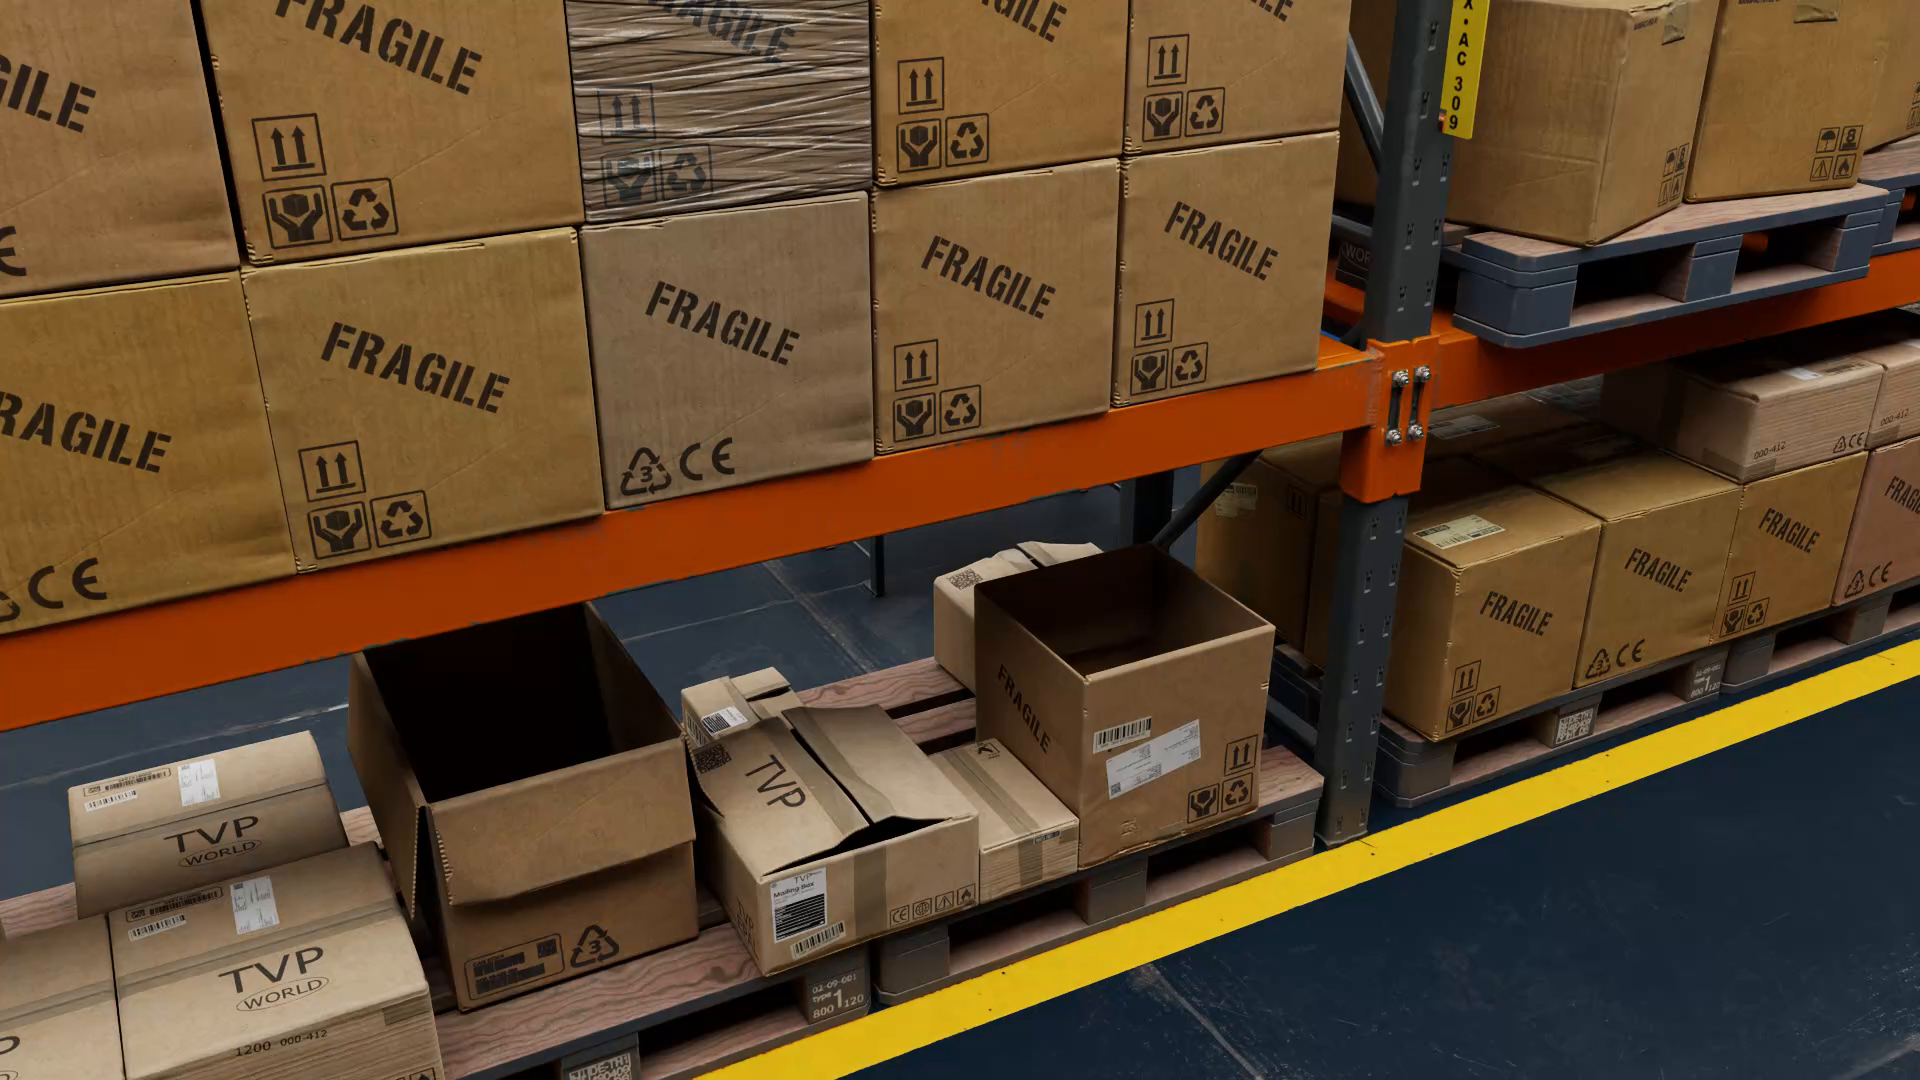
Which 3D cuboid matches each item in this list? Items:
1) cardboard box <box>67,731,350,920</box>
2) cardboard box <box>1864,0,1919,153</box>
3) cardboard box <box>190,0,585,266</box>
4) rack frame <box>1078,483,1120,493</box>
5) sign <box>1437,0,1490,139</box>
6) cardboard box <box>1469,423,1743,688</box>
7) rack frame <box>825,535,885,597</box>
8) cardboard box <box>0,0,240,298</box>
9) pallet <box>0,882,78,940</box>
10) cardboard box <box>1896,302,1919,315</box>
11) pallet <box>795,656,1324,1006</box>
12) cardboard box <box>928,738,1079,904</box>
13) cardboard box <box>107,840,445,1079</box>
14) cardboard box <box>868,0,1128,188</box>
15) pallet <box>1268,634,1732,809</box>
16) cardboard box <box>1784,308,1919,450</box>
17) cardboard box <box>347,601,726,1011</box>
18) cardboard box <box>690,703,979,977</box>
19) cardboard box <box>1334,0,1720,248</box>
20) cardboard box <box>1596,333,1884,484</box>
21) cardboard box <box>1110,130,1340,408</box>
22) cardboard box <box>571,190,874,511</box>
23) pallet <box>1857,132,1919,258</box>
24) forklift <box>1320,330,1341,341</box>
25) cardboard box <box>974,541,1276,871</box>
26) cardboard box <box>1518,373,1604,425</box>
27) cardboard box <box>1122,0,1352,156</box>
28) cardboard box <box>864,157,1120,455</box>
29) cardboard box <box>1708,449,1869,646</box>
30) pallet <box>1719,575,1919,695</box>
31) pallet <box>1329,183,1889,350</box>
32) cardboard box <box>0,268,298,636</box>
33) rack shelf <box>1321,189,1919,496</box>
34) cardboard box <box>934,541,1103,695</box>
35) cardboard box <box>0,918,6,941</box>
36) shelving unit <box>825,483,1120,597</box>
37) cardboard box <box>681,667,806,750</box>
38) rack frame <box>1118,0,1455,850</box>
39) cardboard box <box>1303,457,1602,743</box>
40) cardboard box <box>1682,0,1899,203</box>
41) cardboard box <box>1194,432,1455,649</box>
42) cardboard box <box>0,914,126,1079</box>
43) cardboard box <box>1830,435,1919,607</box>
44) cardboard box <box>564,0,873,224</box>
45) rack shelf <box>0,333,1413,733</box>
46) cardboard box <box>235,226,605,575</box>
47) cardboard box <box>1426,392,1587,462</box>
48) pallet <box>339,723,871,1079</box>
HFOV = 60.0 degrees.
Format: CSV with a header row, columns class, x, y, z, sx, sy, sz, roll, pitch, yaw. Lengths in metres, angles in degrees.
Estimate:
class,x,y,z,sx,sy,sz,roll,pitch,yaw
cardboard box,-1.577,0.686,3.524,0.500,0.250,0.500,-13,29,-25
cardboard box,2.267,-1.401,4.601,0.500,0.500,0.700,-22,33,-38
cardboard box,-0.928,-0.767,2.611,0.500,0.500,0.500,-13,29,-26
rack frame,0.524,-0.797,5.677,0.032,1.500,0.500,-13,29,-25
sign,0.999,-0.967,3.299,0.005,0.325,0.100,-13,29,-25
cardboard box,1.744,0.027,4.607,0.500,0.500,0.500,-13,28,-24
rack frame,-0.373,-0.590,5.246,0.032,1.500,0.500,-13,29,-25
cardboard box,-1.376,-0.663,2.394,0.500,0.500,0.500,-13,28,-24
pallet,-2.023,1.111,3.193,1.213,0.211,1.003,-13,29,-25
cardboard box,3.271,-0.577,5.865,0.500,0.500,0.500,-14,29,-27
pallet,0.130,0.614,4.228,1.213,0.211,1.003,-13,29,-25
cardboard box,0.065,0.628,3.762,0.250,0.149,0.380,-13,29,-25
cardboard box,-1.297,0.867,3.147,0.500,0.250,0.500,-13,29,-25
cardboard box,-0.038,-0.971,3.037,0.500,0.500,0.500,-14,29,-26
pallet,1.437,0.294,4.893,1.213,0.211,1.003,-13,29,-25
cardboard box,2.603,-0.504,4.847,0.500,0.250,0.500,-14,29,-26
cardboard box,-0.919,0.529,3.559,0.637,0.503,0.797,-13,29,-25
cardboard box,-0.294,0.608,3.616,0.500,0.311,0.500,-13,29,-25
cardboard box,1.260,-1.028,3.825,0.700,0.500,0.500,22,33,37
cardboard box,2.161,-0.401,4.634,0.500,0.250,0.500,-13,29,-25
cardboard box,0.416,-0.628,3.477,0.500,0.500,0.500,-12,28,-24
cardboard box,-0.490,-0.417,3.037,0.500,0.500,0.500,-12,28,-24
pallet,2.552,-1.113,4.824,1.213,0.211,1.003,-13,29,-25
forklift,2.544,-1.925,6.373,3.031,2.935,1.130,-12,28,-24
cardboard box,0.367,0.370,3.893,0.500,0.500,0.500,-13,29,-25
cardboard box,1.920,-0.264,5.213,0.500,0.500,0.500,-13,28,-24
cardboard box,0.412,-1.077,3.256,0.500,0.500,0.500,-13,28,-25
cardboard box,-0.038,-0.523,3.257,0.500,0.500,0.500,-12,28,-24
cardboard box,2.188,-0.072,4.813,0.500,0.500,0.500,-13,28,-24
pallet,2.514,0.044,5.415,1.213,0.211,1.003,-13,29,-25
pallet,1.493,-0.817,4.208,1.213,0.211,1.003,-13,29,-25
cardboard box,-1.380,-0.211,2.608,0.500,0.500,0.500,-13,29,-25
rack shelf,2.501,-0.866,4.919,4.000,0.370,1.077,-13,29,-25
cardboard box,0.264,0.234,4.395,0.500,0.311,0.500,-13,29,-25
cardboard box,-2.029,0.858,3.263,0.250,0.166,0.380,-13,29,-25
shelving unit,0.075,-0.693,5.462,1.048,1.500,0.538,-13,29,-25
cardboard box,-0.494,0.479,4.052,0.250,0.166,0.380,-13,29,-25
rack frame,0.737,-0.783,3.915,0.127,3.000,1.000,-13,29,-25
cardboard box,1.278,0.140,4.372,0.500,0.500,0.500,-14,29,-27
cardboard box,1.837,-1.192,4.167,0.500,0.500,0.700,-8,27,-17
cardboard box,1.037,-0.064,4.798,0.500,0.500,0.500,-13,29,-25
cardboard box,-1.738,0.969,2.935,0.500,0.250,0.500,-13,29,-25
cardboard box,2.634,-0.174,5.027,0.500,0.500,0.500,-14,29,-27
cardboard box,-0.483,-0.869,2.823,0.500,0.500,0.500,-13,28,-25
rack shelf,-1.028,-0.051,3.222,4.000,0.370,1.077,-13,29,-25
cardboard box,-0.938,-0.312,2.819,0.500,0.500,0.500,-13,28,-24
cardboard box,1.477,-0.162,5.001,0.500,0.500,0.500,-13,29,-25
pallet,-0.948,0.864,3.707,1.213,0.211,1.003,-13,29,-25
